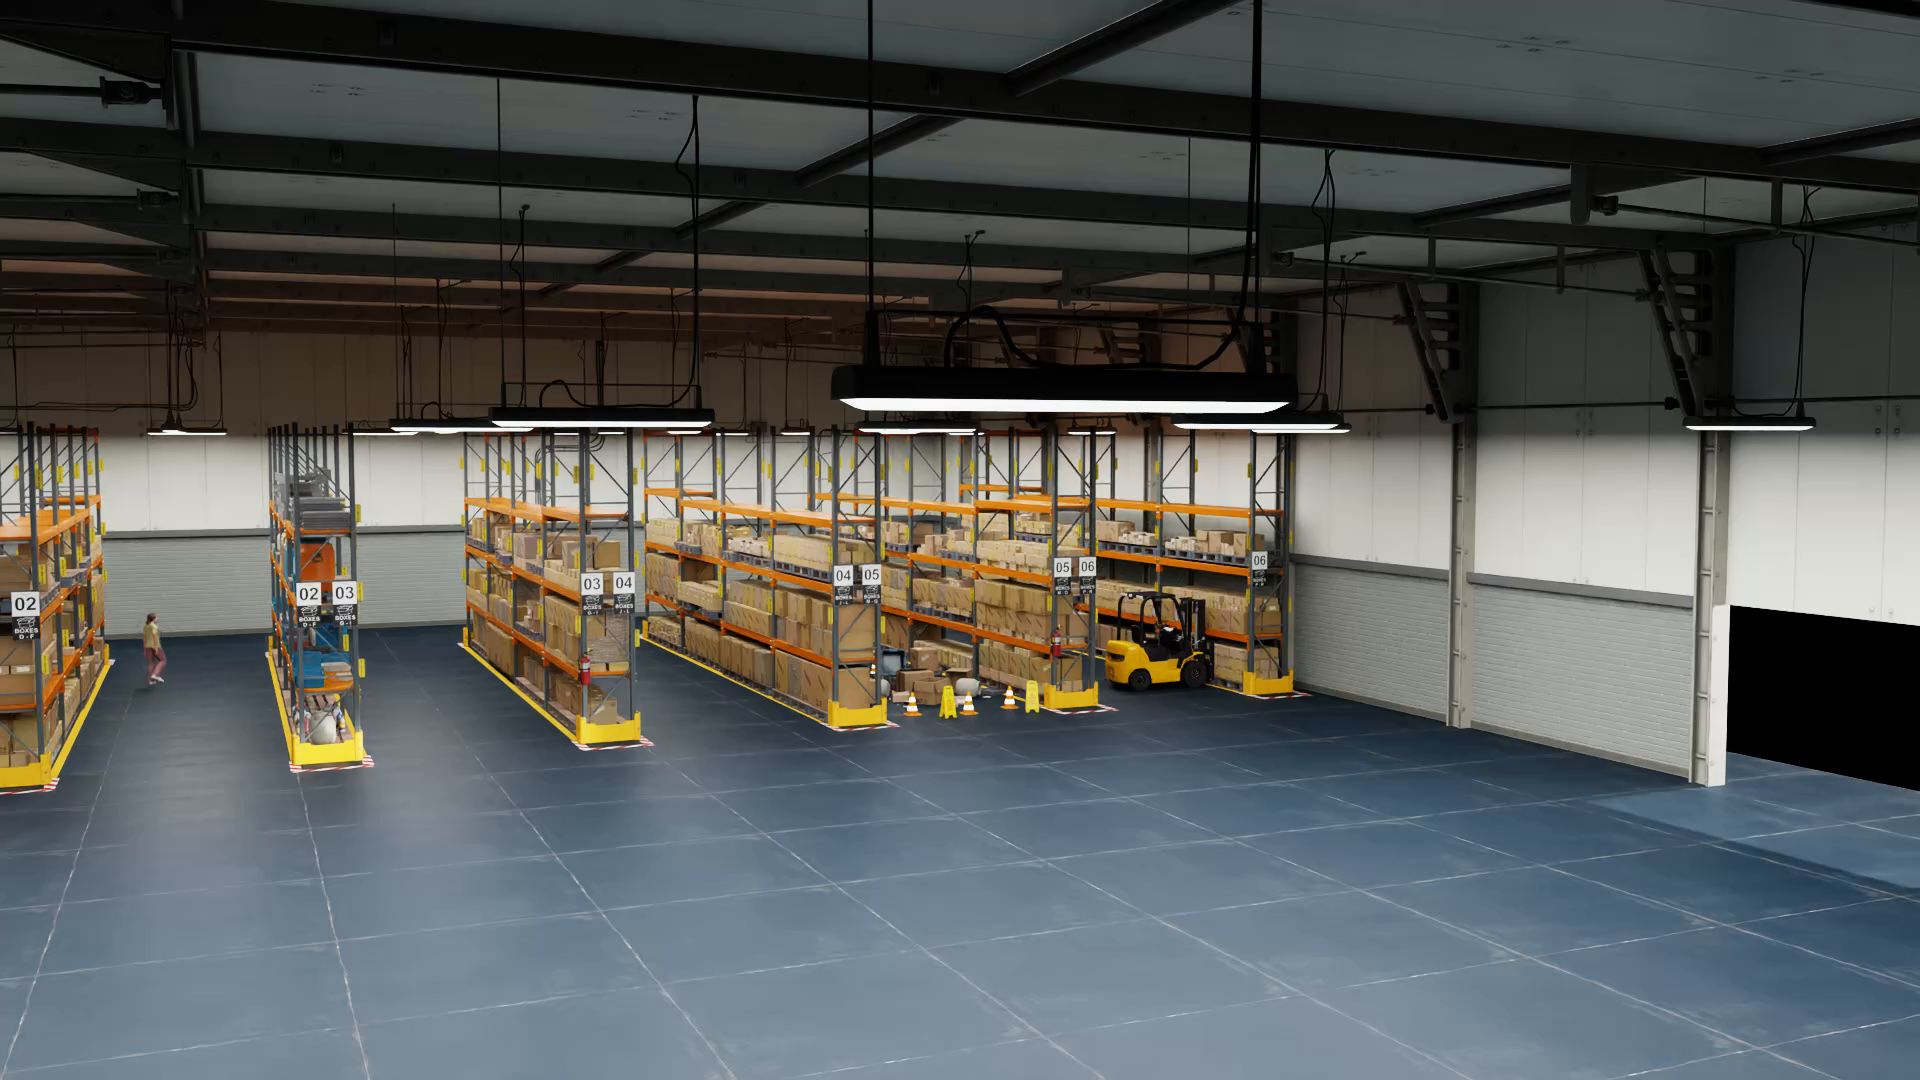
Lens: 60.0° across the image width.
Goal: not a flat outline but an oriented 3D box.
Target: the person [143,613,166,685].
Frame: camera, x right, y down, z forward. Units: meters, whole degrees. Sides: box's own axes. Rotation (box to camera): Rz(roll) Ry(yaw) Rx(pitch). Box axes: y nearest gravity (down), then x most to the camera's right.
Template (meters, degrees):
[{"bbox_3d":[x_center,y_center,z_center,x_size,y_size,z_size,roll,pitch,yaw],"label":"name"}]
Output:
[{"bbox_3d":[-18.732,2.522,38.565,0.492,1.647,0.460,0,3,2],"label":"person"}]
